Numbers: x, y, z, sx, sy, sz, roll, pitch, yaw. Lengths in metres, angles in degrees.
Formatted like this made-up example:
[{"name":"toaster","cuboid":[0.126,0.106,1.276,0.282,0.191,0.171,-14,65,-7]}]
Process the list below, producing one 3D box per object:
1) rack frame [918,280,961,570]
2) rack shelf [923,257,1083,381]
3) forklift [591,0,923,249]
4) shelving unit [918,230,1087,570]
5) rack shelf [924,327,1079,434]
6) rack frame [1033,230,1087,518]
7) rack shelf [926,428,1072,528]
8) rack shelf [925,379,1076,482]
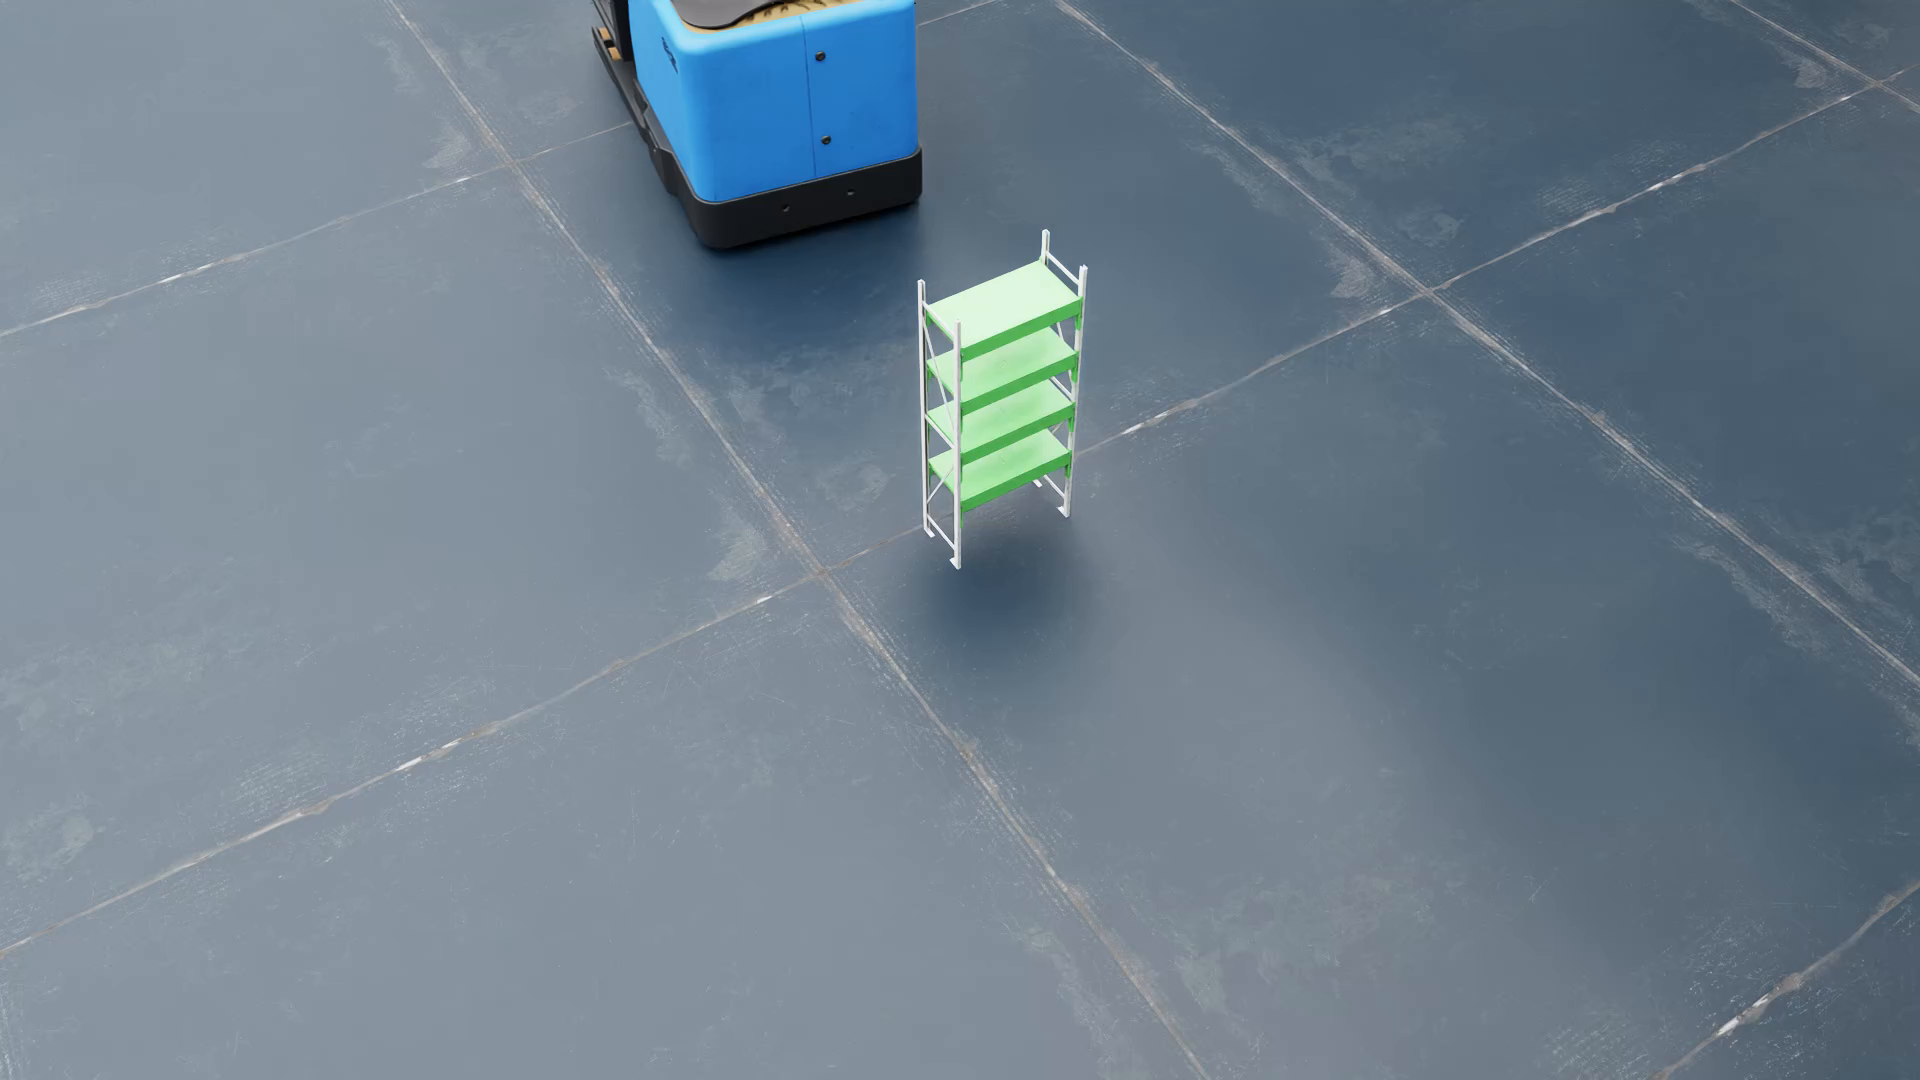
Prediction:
[{"name":"rack frame","cuboid":[-0.066,-0.368,5.774,0.015,1.200,0.240,-25,53,-21]},{"name":"rack shelf","cuboid":[0.140,-0.742,5.550,0.480,0.148,0.258,-25,53,-21]},{"name":"forklift","cuboid":[-1.201,-3.374,7.292,1.130,2.935,3.031,-17,51,-15]},{"name":"shelving unit","cuboid":[0.140,-0.465,5.861,0.503,1.200,0.258,-25,53,-21]},{"name":"rack shelf","cuboid":[0.140,-0.582,5.729,0.480,0.148,0.258,-25,53,-21]},{"name":"rack frame","cuboid":[0.346,-0.562,5.947,0.015,1.200,0.240,-25,53,-21]},{"name":"rack shelf","cuboid":[0.140,-0.263,6.088,0.480,0.148,0.258,-25,53,-21]},{"name":"rack shelf","cuboid":[0.140,-0.422,5.908,0.480,0.148,0.258,-25,53,-21]}]
